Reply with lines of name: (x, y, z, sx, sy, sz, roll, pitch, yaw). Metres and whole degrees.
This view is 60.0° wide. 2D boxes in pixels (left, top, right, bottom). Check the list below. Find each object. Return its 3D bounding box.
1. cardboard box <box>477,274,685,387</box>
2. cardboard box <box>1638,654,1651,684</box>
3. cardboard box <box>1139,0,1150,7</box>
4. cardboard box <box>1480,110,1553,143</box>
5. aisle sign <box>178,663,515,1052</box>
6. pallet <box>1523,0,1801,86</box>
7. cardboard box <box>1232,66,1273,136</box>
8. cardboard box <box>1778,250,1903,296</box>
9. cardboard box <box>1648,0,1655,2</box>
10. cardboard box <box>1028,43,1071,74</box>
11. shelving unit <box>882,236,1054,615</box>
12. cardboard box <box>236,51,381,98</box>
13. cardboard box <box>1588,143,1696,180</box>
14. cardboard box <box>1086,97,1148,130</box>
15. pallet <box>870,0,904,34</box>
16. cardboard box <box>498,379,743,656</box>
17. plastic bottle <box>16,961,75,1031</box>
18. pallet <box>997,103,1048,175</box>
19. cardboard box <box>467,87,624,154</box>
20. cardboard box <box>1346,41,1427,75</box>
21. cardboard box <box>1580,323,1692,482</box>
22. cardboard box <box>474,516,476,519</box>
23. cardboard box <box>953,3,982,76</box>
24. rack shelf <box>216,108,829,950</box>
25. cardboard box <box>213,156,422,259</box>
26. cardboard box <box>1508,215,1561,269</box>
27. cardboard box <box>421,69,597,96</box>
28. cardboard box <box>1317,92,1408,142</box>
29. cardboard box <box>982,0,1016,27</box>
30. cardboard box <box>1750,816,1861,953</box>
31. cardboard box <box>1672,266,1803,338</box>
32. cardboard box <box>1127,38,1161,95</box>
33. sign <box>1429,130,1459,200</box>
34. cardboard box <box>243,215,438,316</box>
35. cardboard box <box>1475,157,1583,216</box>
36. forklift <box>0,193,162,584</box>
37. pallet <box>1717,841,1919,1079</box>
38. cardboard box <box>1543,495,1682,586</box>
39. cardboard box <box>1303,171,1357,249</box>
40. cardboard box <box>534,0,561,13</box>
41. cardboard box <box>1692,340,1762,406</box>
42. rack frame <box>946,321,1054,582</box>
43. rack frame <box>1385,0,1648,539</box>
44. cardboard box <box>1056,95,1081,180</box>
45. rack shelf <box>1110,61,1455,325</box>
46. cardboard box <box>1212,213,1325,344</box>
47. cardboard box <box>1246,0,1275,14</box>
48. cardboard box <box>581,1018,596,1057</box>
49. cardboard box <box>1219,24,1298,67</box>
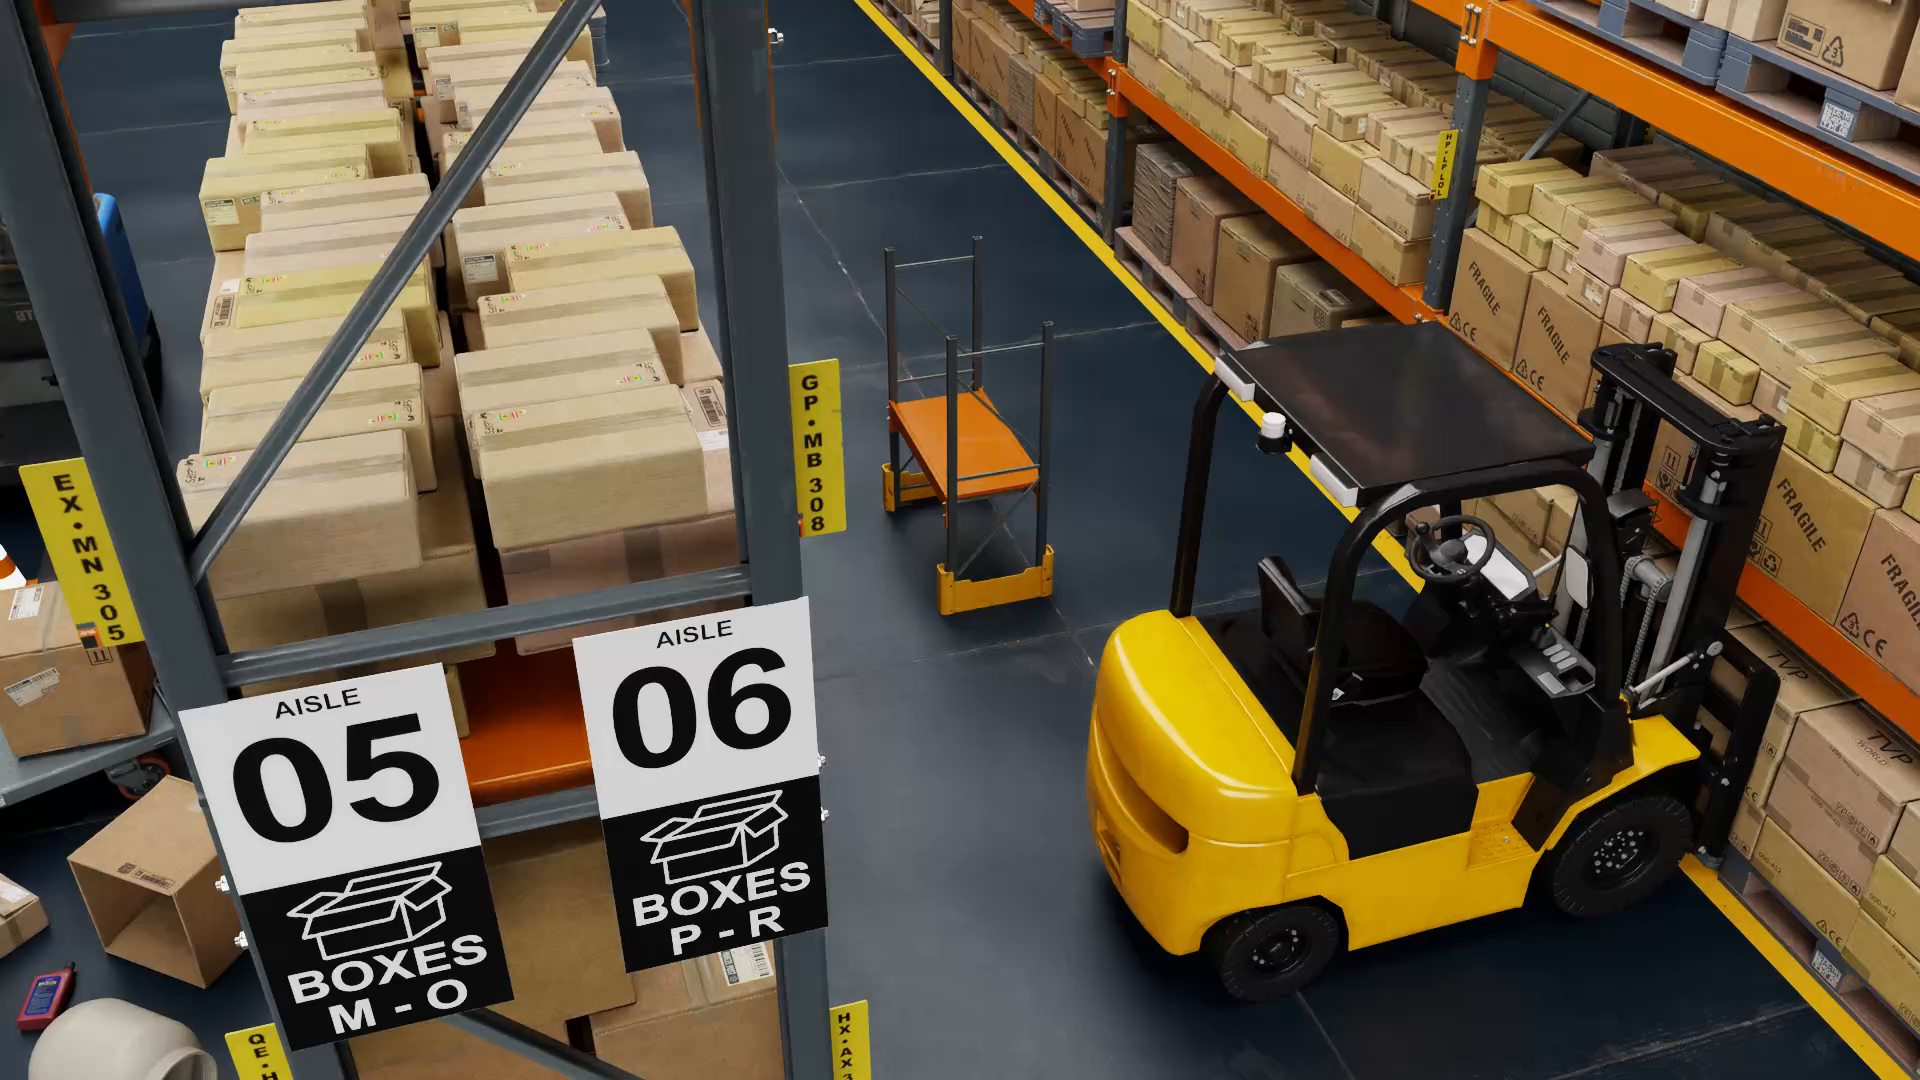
cardboard box: (-0.782, -0.409, 3.433, 0.380, 0.149, 0.250, -10, 35, -15)
cardboard box: (3.052, 0.490, 6.948, 0.500, 0.250, 0.500, -10, 35, -15)
cardboard box: (1.344, -3.570, 10.753, 0.380, 0.149, 0.250, -9, 35, -13)
cardboard box: (2.812, -2.057, 8.464, 0.380, 0.149, 0.250, -11, 35, -16)
aisle sign: (-1.016, 0.559, 2.826, 0.394, 0.787, 0.004, -10, 35, -15)
pallet: (3.032, -2.146, 6.636, 1.003, 0.211, 1.213, -10, 35, -15)
cardboard box: (1.904, -2.542, 9.559, 0.500, 0.250, 0.500, -10, 35, -14)
cardboard box: (3.492, -1.017, 6.619, 0.380, 0.149, 0.250, -10, 35, -15)
cardboard box: (2.769, -2.328, 6.441, 0.500, 0.311, 0.500, -9, 35, -14)
cardboard box: (0.757, -3.795, 13.071, 0.380, 0.149, 0.250, -12, 35, -17)
shelving unit: (0.023, -0.586, 8.276, 0.587, 1.500, 1.083, -10, 35, -15)
cardboard box: (-1.836, -1.261, 4.722, 0.380, 0.149, 0.250, -11, 35, -16)
cardboard box: (3.132, -1.694, 7.645, 0.380, 0.149, 0.250, -10, 35, -15)
cardboard box: (1.135, -3.095, 12.010, 0.380, 0.149, 0.250, -12, 35, -17)
pallet: (-0.278, -5.414, 16.752, 1.003, 0.211, 1.213, -10, 35, -15)
cardboard box: (-0.658, -0.060, 3.265, 0.500, 0.250, 0.500, -11, 35, -16)
plastic bottle: (-3.371, 1.681, 6.151, 0.133, 0.061, 0.283, -4, 34, -6)
pallet: (0.967, -3.349, 13.627, 1.003, 0.211, 1.213, -10, 35, -15)
cardboard box: (-1.110, -1.090, 4.462, 0.380, 0.149, 0.250, -10, 35, -14)
cardboard box: (2.424, -2.716, 9.460, 0.380, 0.149, 0.250, -10, 35, -14)
cardboard box: (2.964, -0.603, 6.851, 0.500, 0.500, 0.500, -10, 35, -15)
cardboard box: (-1.303, -0.139, 3.747, 0.380, 0.149, 0.250, -10, 35, -14)
cardboard box: (0.240, -4.416, 14.598, 0.500, 0.500, 0.500, -9, 34, -13)
rack shelf: (-1.369, -0.439, 4.626, 1.077, 0.370, 4.000, -10, 35, -15)
cardboard box: (-1.643, -0.775, 4.347, 0.500, 0.250, 0.500, -10, 35, -14)
cardboard box: (2.674, -1.340, 7.378, 0.380, 0.149, 0.250, -9, 35, -14)
cardboard box: (-1.433, -1.399, 5.292, 0.500, 0.250, 0.500, -11, 35, -16)
cardboard box: (2.104, -2.215, 8.702, 0.380, 0.149, 0.250, -11, 35, -16)
cardboard box: (0.410, -4.480, 14.106, 0.380, 0.149, 0.250, -12, 35, -17)
cardboard box: (3.380, 1.241, 6.264, 0.500, 0.250, 0.500, -10, 35, -15)
cardboard box: (3.030, -0.931, 6.489, 0.380, 0.149, 0.250, -10, 35, -15)
cardboard box: (1.430, -3.138, 10.914, 0.500, 0.250, 0.500, -10, 35, -15)
sign: (2.233, -1.728, 7.666, 0.100, 0.325, 0.005, -10, 35, -15)
cardboard box: (-1.377, -0.590, 3.705, 0.380, 0.149, 0.250, -10, 35, -15)
cardboard box: (2.562, -1.594, 7.493, 0.380, 0.149, 0.250, -9, 35, -14)
forklift: (-5.128, -1.567, 8.462, 1.130, 2.935, 3.031, -10, 35, -14)
pallet: (3.694, 1.494, 6.297, 1.003, 0.211, 1.213, -10, 35, -15)
cardboard box: (2.905, 0.016, 7.211, 0.500, 0.250, 0.500, -9, 34, -13)
cardboard box: (2.186, -1.796, 8.883, 0.500, 0.250, 0.500, -10, 35, -15)
cardboard box: (-1.522, -1.764, 5.483, 0.380, 0.149, 0.250, -11, 35, -16)
cardboard box: (3.047, -0.660, 6.349, 0.380, 0.149, 0.250, -11, 35, -16)
rack frame: (0.181, -0.314, 7.865, 0.500, 1.500, 0.032, -10, 35, -15)
rack frame: (2.747, -1.375, 8.110, 1.000, 3.000, 0.127, -10, 35, -15)
cardboard box: (1.051, -3.058, 12.543, 0.500, 0.500, 0.500, -11, 35, -15)
rack shelf: (2.137, -2.125, 9.897, 1.077, 0.370, 4.000, -10, 35, -15)
cardboard box: (2.117, -1.634, 10.276, 0.875, 0.625, 0.625, -11, 35, -17)
cardboard box: (2.026, -3.386, 10.474, 0.380, 0.149, 0.250, -10, 35, -15)
cardboard box: (-0.756, 1.323, 4.254, 0.380, 0.149, 0.250, -10, 35, -14)
cardboard box: (1.747, -2.894, 9.730, 0.380, 0.149, 0.250, -9, 35, -14)
